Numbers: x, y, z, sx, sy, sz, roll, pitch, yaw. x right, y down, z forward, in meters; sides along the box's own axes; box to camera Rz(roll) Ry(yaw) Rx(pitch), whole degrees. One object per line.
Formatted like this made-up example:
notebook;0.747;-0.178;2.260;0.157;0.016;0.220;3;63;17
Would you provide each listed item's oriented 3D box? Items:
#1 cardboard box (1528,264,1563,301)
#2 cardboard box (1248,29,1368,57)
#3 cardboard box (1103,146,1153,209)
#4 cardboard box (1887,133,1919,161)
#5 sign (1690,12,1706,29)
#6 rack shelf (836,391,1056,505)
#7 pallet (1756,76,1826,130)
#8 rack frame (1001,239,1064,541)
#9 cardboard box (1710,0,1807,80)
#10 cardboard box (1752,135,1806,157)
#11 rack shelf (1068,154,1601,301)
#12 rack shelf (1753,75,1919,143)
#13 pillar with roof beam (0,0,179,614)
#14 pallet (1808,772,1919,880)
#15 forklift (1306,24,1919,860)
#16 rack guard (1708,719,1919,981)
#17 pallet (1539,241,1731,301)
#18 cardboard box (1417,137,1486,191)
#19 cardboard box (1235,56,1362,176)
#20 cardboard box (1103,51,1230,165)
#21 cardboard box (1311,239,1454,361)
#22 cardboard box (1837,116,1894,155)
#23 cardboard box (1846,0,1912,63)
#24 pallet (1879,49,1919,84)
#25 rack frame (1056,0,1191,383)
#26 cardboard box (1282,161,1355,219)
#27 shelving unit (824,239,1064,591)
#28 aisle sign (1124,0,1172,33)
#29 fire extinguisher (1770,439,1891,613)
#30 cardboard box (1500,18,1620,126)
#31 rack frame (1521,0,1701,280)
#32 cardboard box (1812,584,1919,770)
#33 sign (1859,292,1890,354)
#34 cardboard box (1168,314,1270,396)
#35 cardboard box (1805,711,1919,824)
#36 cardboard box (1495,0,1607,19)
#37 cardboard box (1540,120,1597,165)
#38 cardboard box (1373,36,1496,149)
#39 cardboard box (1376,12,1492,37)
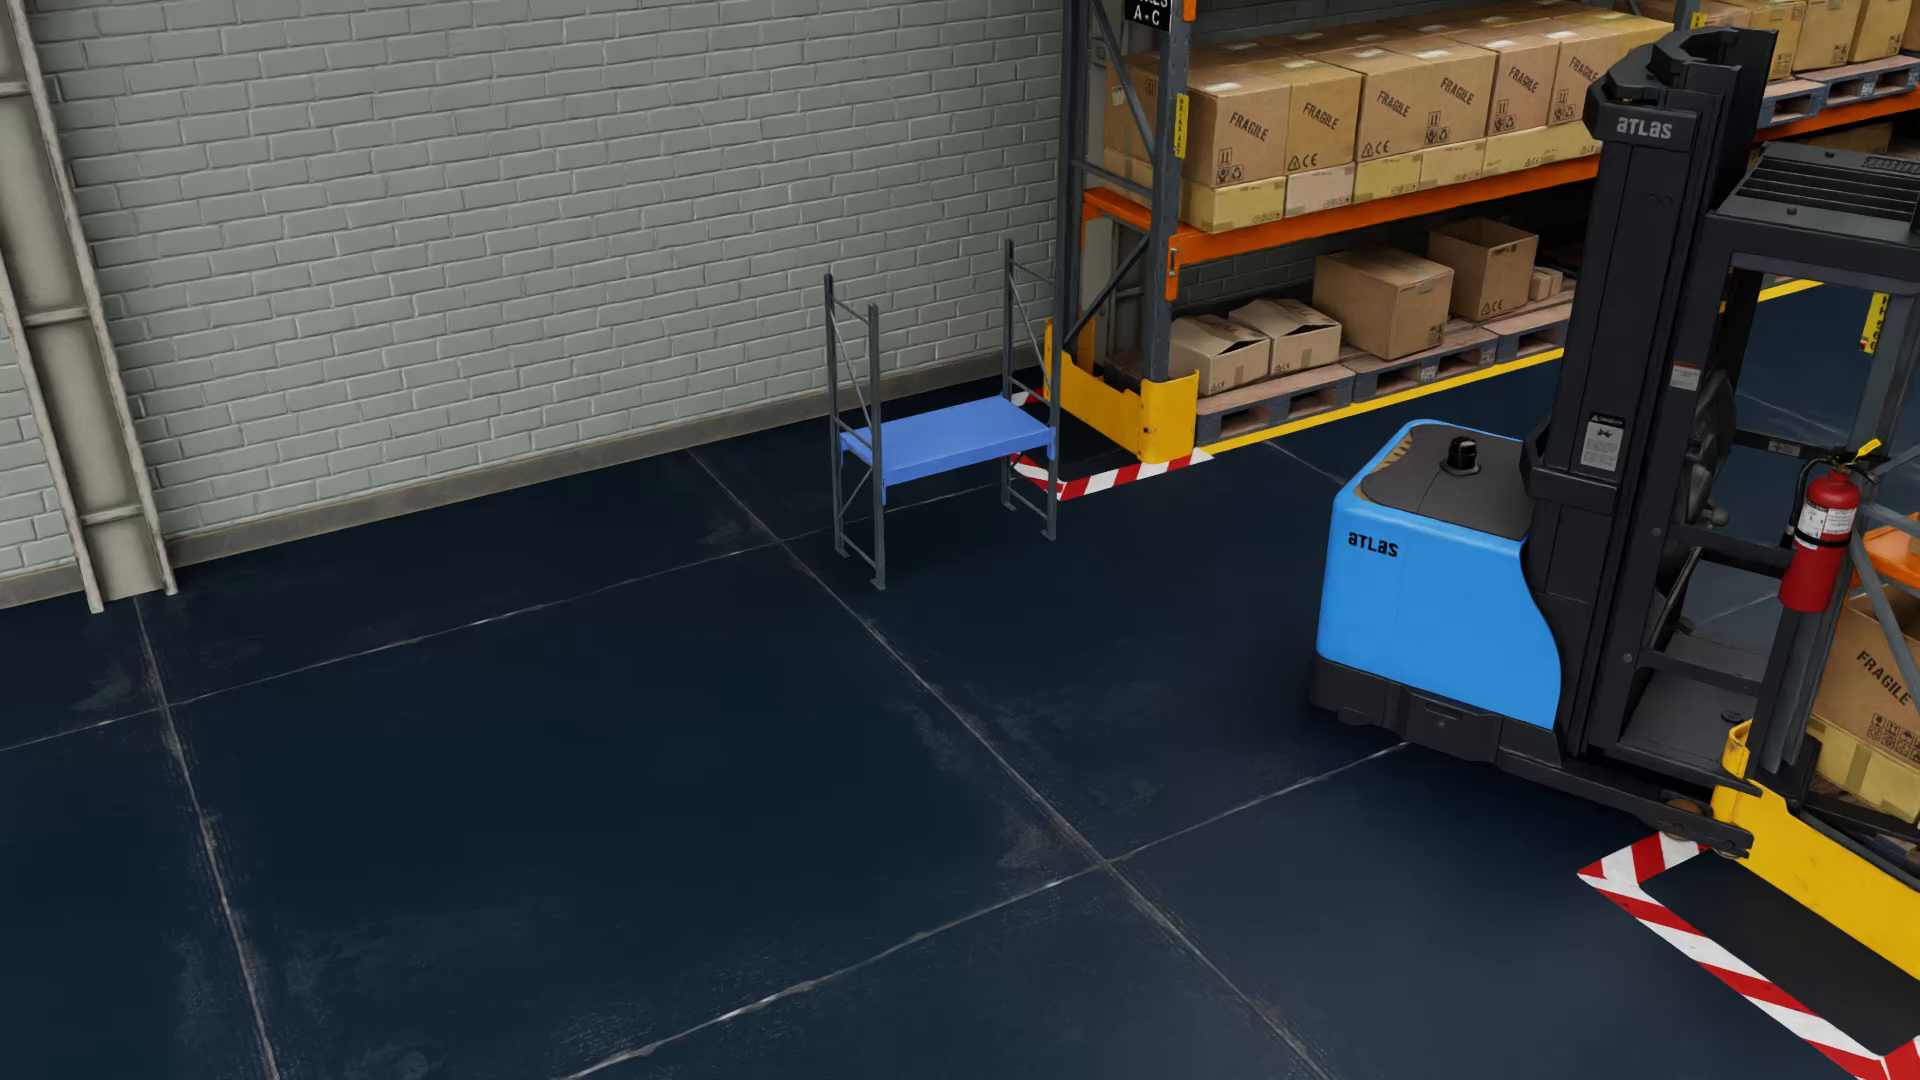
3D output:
cardboard box;3.876;-1.791;11.367;0.250;0.166;0.380;-21;35;-33
cardboard box;2.055;-2.726;9.943;0.500;0.500;0.500;-17;33;-28
cardboard box;1.178;-2.141;9.660;0.500;0.250;0.500;-15;32;-26
cardboard box;7.176;-2.861;12.962;0.500;0.500;0.700;-15;32;-26
sign;4.604;-3.137;10.434;0.005;0.325;0.100;-16;33;-26
rack shelf;-0.074;-0.478;8.437;1.000;0.185;0.538;-16;33;-26
pallet;5.055;-3.024;11.324;1.213;0.211;1.003;-16;33;-26
rack frame;0.365;-0.760;8.575;0.032;1.500;0.500;-16;33;-26
cardboard box;5.264;-3.463;11.361;0.500;0.500;0.700;-12;31;-21
cardboard box;5.773;-2.834;12.136;0.500;0.250;0.500;-17;33;-28
rack shelf;2.598;-2.177;10.336;4.000;0.370;1.077;-16;33;-26
rack shelf;6.046;-3.157;12.110;4.000;0.370;1.077;-16;33;-26
pillar with roof beam;-1.953;-1.899;2.878;0.400;9.000;9.100;-16;33;-26
pallet;4.024;1.076;6.582;1.213;0.211;1.003;-16;33;-26
forklift;3.049;-0.331;6.317;3.031;2.935;1.130;17;33;28
rack guard;3.365;1.160;6.130;0.348;0.500;1.175;-16;33;-26
pallet;4.993;-1.952;12.069;1.213;0.211;1.003;-16;33;-26
cardboard box;2.775;-2.311;9.968;0.500;0.250;0.500;-16;32;-26
cardboard box;1.868;-2.383;9.321;0.500;0.500;0.500;-16;33;-26
cardboard box;1.172;-2.478;9.494;0.500;0.500;0.500;-16;33;-27
cardboard box;2.665;-1.531;10.552;0.500;0.500;0.700;-18;34;-29
cardboard box;6.653;-3.076;12.575;0.500;0.250;0.500;-15;32;-25
cardboard box;6.308;-3.764;11.907;0.500;0.500;0.700;-16;33;-26
pallet;7.210;-3.658;12.473;1.003;0.211;1.213;-16;33;-26
rack frame;0.873;-2.003;9.275;0.127;3.000;1.000;-16;33;-26
cardboard box;1.895;-2.066;9.524;0.500;0.250;0.500;-17;33;-28
shelving unit;-0.074;-0.636;8.350;1.048;1.500;0.538;-16;33;-26
aisle sign;0.963;-2.998;8.388;0.004;0.787;0.394;-16;33;-26
fire extinguisher;3.049;-0.071;5.854;0.183;0.674;0.296;-16;33;-26
cardboard box;3.644;-2.884;10.230;0.500;0.500;0.500;-16;33;-27
rack frame;4.322;-2.982;11.049;0.127;3.000;1.000;-16;33;-26
cardboard box;3.698;0.496;6.381;0.500;0.500;0.500;-16;33;-26
sign;3.123;-0.780;5.616;0.005;0.325;0.100;-16;33;-26
cardboard box;1.515;-1.150;10.057;0.500;0.311;0.500;-20;35;-32
cardboard box;3.699;0.826;6.561;0.500;0.250;0.500;-16;33;-26
cardboard box;3.811;-3.225;10.848;0.500;0.500;0.500;-17;33;-27
cardboard box;3.633;-2.564;10.427;0.500;0.250;0.500;-16;33;-26
cardboard box;2.756;-2.638;9.784;0.500;0.500;0.500;-15;32;-25
cardboard box;2.931;-2.981;10.405;0.500;0.500;0.500;-15;32;-25
